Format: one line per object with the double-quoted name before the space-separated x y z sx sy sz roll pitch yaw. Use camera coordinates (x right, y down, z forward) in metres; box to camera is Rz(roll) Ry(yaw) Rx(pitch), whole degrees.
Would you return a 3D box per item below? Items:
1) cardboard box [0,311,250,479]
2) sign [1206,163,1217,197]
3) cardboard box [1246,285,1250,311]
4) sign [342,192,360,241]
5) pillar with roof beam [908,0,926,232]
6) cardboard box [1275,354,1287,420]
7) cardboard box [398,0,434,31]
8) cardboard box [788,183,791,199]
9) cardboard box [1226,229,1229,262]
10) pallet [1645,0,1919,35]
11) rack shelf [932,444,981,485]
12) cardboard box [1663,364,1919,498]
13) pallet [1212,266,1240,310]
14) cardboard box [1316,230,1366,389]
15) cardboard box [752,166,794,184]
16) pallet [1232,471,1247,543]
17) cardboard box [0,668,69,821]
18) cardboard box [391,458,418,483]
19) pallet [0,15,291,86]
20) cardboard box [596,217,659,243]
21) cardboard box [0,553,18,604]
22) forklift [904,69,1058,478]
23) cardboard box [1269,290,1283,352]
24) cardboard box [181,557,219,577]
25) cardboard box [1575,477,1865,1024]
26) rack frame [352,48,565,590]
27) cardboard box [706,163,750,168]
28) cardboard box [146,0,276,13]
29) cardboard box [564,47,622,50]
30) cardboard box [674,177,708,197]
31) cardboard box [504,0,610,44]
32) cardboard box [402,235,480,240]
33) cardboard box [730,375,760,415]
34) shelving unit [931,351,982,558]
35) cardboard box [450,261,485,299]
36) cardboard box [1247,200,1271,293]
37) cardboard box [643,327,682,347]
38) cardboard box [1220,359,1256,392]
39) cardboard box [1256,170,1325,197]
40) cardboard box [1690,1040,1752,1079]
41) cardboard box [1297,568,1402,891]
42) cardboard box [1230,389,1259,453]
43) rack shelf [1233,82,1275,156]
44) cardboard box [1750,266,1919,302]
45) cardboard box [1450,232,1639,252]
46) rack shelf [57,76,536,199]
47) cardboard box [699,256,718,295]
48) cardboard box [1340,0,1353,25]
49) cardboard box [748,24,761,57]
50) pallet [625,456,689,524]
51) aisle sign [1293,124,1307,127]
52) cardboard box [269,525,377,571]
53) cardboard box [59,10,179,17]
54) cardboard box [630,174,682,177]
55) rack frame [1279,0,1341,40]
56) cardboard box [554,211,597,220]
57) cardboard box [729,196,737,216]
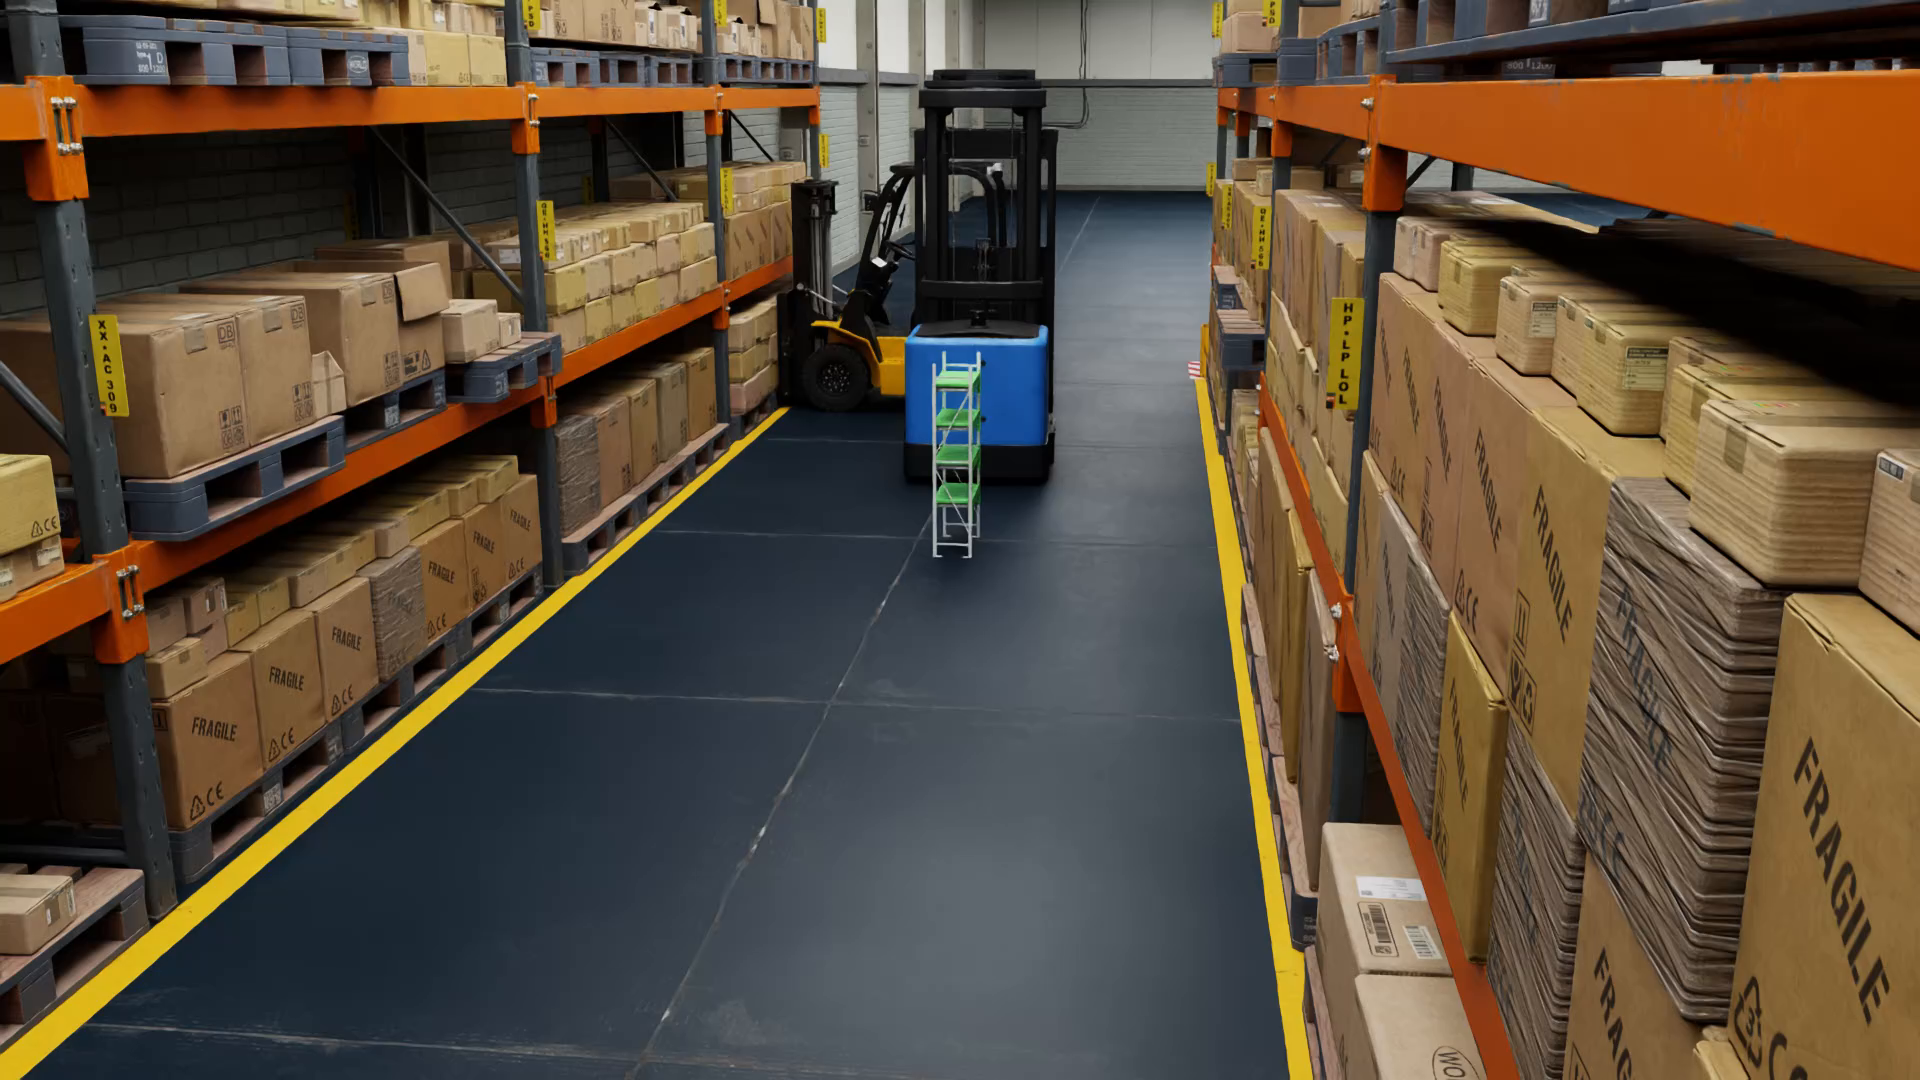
"cardboard box" -2.988 -0.523 5.854 0.700 0.500 0.500 2 15 8
"sign" 2.482 -3.554 16.401 0.100 0.325 0.005 2 15 6
"cardboard box" 1.901 -1.422 9.852 0.380 0.149 0.250 1 15 4
"sign" -3.365 -1.765 9.225 0.100 0.325 0.005 2 15 6
"pillar with roof beam" 3.424 -10.549 32.436 9.100 9.000 0.400 2 15 6
"cardboard box" 1.773 -0.720 7.865 0.500 0.250 0.500 1 15 5
"cardboard box" -2.703 -2.460 7.790 0.380 0.149 0.250 2 15 6
"cardboard box" -1.784 -3.262 15.543 0.380 0.149 0.250 1 15 4
"cardboard box" 2.424 -2.531 13.515 0.500 0.500 0.500 2 15 8
"pallet" 1.289 -0.569 1.442 1.003 0.211 1.213 2 15 6
"rack shelf" -0.019 -0.475 10.363 0.258 0.148 0.480 2 15 6
"cardboard box" 1.077 -0.114 1.987 0.380 0.149 0.250 2 15 8
"pallet" 2.339 -1.796 11.927 1.003 0.211 1.213 2 15 6
"cardboard box" 1.519 -0.797 5.755 0.500 0.500 0.500 2 15 7
"cardboard box" -1.763 -3.405 15.503 0.380 0.149 0.250 2 15 8
"pallet" 2.349 -0.218 11.062 1.003 0.211 1.213 2 15 6
"cardboard box" -3.503 0.715 6.257 0.500 0.500 0.500 2 15 6
"cardboard box" -3.182 -0.374 9.040 0.380 0.149 0.250 2 15 9
"pallet" -3.122 -1.678 5.733 1.213 0.211 1.003 2 15 6
"cardboard box" -2.248 -2.091 11.215 0.380 0.149 0.250 1 15 5
"cardboard box" -3.058 0.126 4.930 0.380 0.149 0.250 2 15 8
"forklift" 0.212 -2.196 13.168 1.130 2.935 3.031 1 15 4
"cardboard box" 1.816 -1.090 8.277 0.500 0.250 0.500 2 15 6
"cardboard box" -3.379 0.165 7.048 0.380 0.149 0.250 2 15 8
"cardboard box" 1.064 0.230 1.958 0.500 0.500 0.500 2 15 6
"rack frame" -2.814 -1.191 9.319 1.000 3.000 0.127 2 15 6
"cardboard box" -2.240 -3.554 16.055 0.380 0.149 0.250 2 15 7
"cardboard box" -2.728 -1.995 6.031 0.380 0.149 0.250 2 15 7
"cardboard box" -2.562 -3.523 11.683 0.380 0.149 0.250 2 15 6
"cardboard box" -2.109 -2.878 13.556 0.380 0.149 0.250 2 15 7
"cardboard box" -2.532 -3.253 10.010 0.700 0.500 0.500 1 15 5
"cardboard box" -3.059 -1.714 9.819 0.380 0.149 0.250 2 15 8
"cardboard box" -1.979 -1.219 13.888 0.500 0.250 0.500 2 15 7
"shelving unit" -0.019 -0.536 10.347 0.258 1.200 0.503 2 15 6
"cardboard box" -3.039 -1.484 9.735 0.500 0.250 0.500 2 15 8
"cardboard box" 1.941 -1.701 9.639 0.500 0.500 0.500 1 15 5
"cardboard box" -2.499 -1.720 13.823 0.500 0.250 0.500 2 15 7
"cardboard box" 2.370 -1.482 13.422 0.500 0.500 0.500 1 15 5
"cardboard box" 2.023 -2.186 10.191 0.380 0.149 0.250 1 15 4
"cardboard box" 1.008 0.848 1.587 0.500 0.500 0.500 2 15 7
"cardboard box" 1.658 0.652 5.771 0.875 0.875 0.875 2 15 8
"cardboard box" 2.513 -0.881 12.404 0.950 0.372 0.625 2 15 7
"rack shelf" 2.345 -2.665 10.403 1.077 0.370 4.000 2 15 6
"cardboard box" 1.742 -0.433 3.168 0.380 0.149 0.250 1 15 5
"cardboard box" 1.374 -0.643 3.945 0.380 0.149 0.250 2 15 6
"rack shelf" -3.039 -1.773 7.103 1.077 0.370 4.000 2 15 6
"cardboard box" -2.159 -2.017 12.664 0.500 0.250 0.500 2 15 8
"cardboard box" 2.226 -2.644 7.944 0.797 0.503 0.637 1 15 3
"cardboard box" -1.893 -4.238 14.105 0.396 0.266 0.258 1 15 5
"pallet" -2.542 -0.373 11.636 1.003 0.211 1.213 2 15 6
"aisle sign" 3.317 -4.383 16.144 0.394 0.787 0.004 2 15 6
"cardboard box" -2.873 0.041 7.506 0.380 0.149 0.250 2 15 6
"cardboard box" -3.238 -2.082 6.356 0.380 0.149 0.250 1 15 5
"cardboard box" -2.574 -3.025 14.097 0.380 0.149 0.250 1 15 5
"rack frame" 2.119 -3.942 7.999 1.000 3.000 0.127 2 15 6
"cardboard box" -2.788 -2.241 11.770 0.380 0.149 0.250 2 15 6
"cardboard box" -2.037 -2.732 13.584 0.380 0.149 0.250 2 15 8
